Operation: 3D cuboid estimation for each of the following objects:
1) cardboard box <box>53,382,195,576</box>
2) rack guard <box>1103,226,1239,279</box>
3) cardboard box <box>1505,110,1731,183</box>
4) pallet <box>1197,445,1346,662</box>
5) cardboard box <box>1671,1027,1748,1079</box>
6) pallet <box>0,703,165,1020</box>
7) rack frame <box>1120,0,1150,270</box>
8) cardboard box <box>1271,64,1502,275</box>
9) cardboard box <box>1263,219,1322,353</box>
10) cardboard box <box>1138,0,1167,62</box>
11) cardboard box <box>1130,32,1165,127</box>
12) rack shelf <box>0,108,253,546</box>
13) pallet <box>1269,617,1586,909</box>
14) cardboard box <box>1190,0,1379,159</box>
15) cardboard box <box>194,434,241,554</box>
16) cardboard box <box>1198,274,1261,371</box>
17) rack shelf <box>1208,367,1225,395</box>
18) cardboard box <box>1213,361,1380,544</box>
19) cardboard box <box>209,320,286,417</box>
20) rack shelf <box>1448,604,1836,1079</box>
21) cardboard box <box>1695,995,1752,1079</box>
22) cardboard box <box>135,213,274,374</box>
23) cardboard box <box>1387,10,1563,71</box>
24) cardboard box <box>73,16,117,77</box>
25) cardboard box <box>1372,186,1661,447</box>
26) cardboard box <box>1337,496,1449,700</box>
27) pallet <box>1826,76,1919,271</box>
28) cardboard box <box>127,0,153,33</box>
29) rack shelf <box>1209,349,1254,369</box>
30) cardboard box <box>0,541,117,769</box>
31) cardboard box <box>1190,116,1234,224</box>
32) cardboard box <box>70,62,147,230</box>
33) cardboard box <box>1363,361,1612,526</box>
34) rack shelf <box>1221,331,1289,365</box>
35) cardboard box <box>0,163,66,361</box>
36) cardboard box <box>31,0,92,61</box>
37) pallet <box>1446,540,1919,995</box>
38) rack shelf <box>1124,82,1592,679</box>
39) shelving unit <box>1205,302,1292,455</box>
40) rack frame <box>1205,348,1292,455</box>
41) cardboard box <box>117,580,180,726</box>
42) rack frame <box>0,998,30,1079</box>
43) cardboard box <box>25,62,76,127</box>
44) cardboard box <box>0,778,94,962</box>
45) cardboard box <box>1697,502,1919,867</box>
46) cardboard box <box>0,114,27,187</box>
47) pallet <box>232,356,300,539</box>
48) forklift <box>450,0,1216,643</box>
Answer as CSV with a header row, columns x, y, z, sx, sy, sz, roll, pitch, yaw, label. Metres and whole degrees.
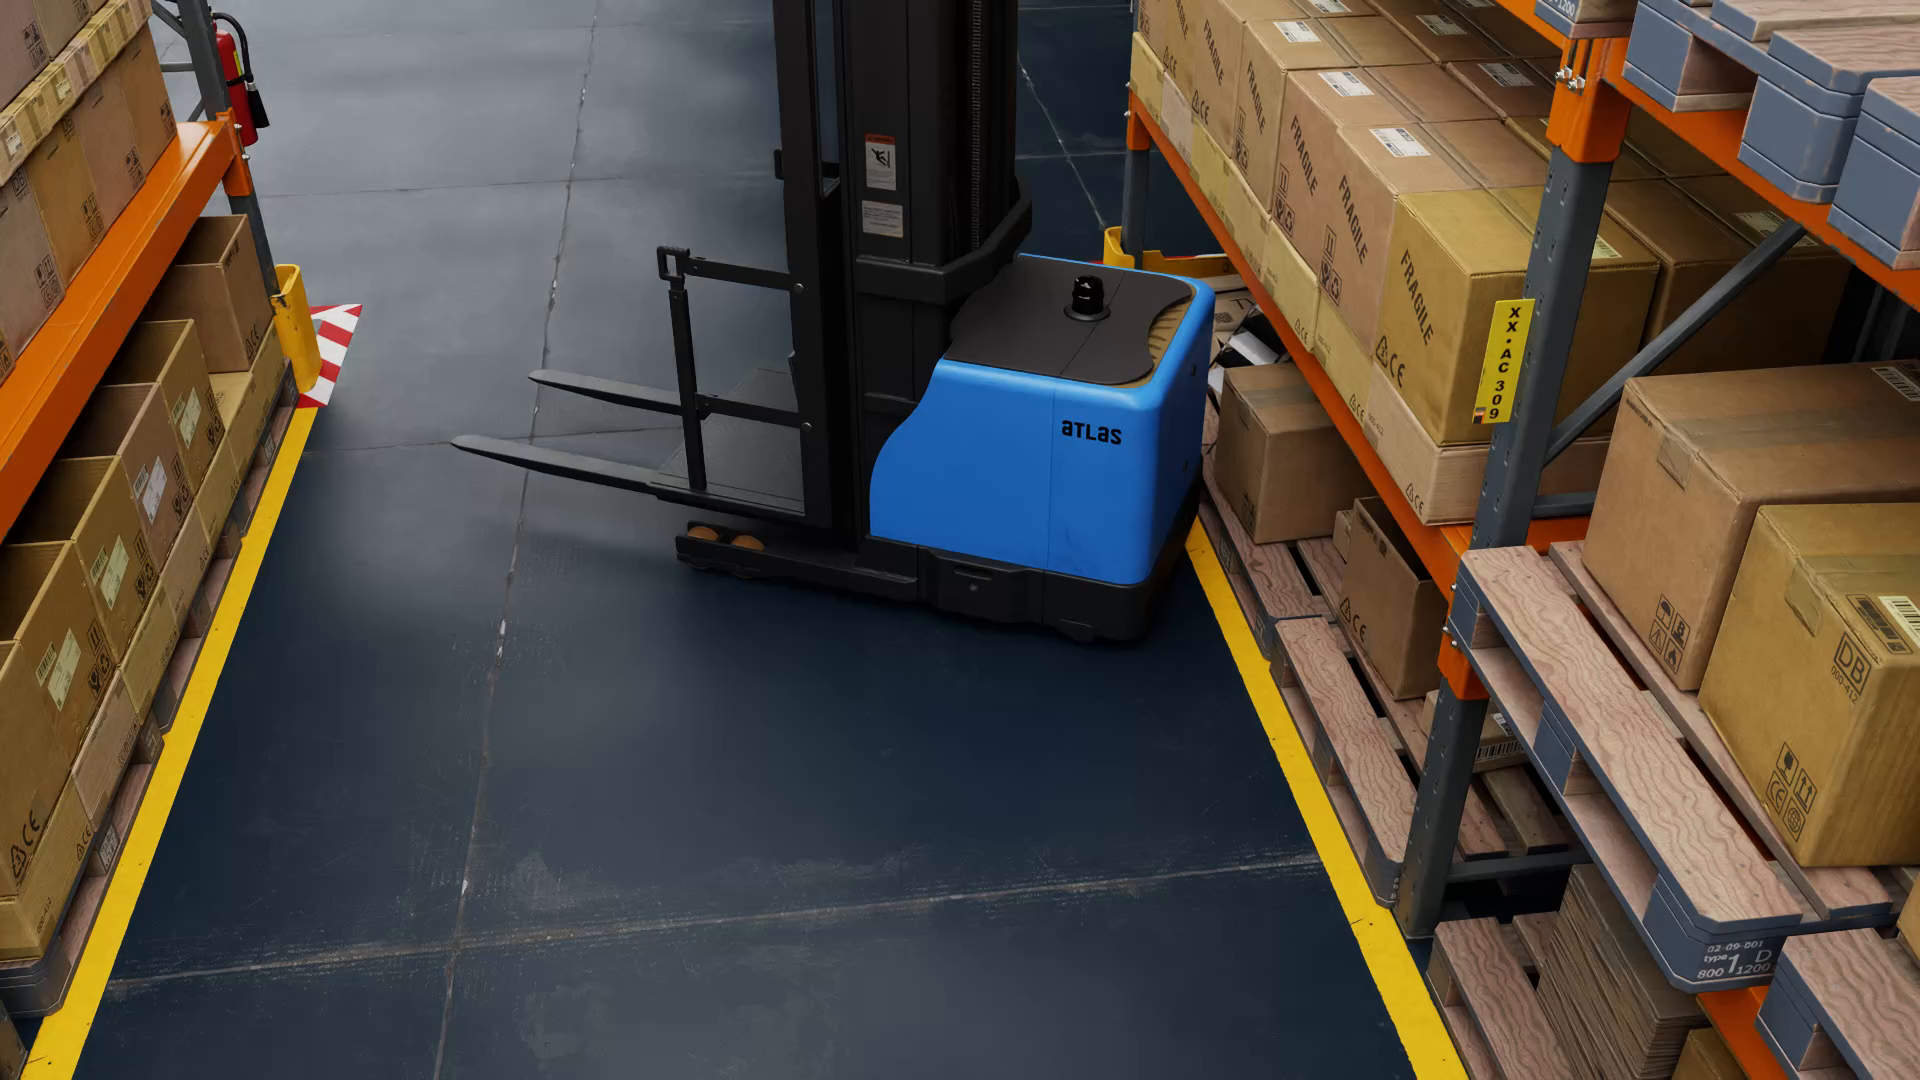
x,y,z,sx,sy,sz,roll,pitch,yaw,label
-3.040,-0.196,5.777,0.500,0.500,0.500,-4,35,-6,cardboard box
1.296,-1.264,8.160,1.175,0.500,0.348,-4,35,-6,rack guard
1.902,-0.930,4.901,0.500,0.500,0.500,-5,35,-7,cardboard box
1.531,-0.009,6.576,1.003,0.211,1.213,-4,35,-6,pallet
2.059,1.438,3.805,0.700,0.500,0.500,-5,35,-7,cardboard box
-3.150,0.976,5.131,1.003,0.211,1.213,-4,35,-6,pallet
1.286,-2.339,7.519,1.000,3.000,0.127,-4,35,-6,rack frame
1.324,-1.163,5.243,0.500,0.500,0.500,-5,35,-8,cardboard box
1.318,-0.853,5.453,0.500,0.250,0.500,-5,35,-7,cardboard box
1.052,-2.306,6.920,0.500,0.500,0.500,-4,35,-6,cardboard box
1.037,-1.989,7.120,0.500,0.250,0.500,-5,35,-8,cardboard box
-3.353,-0.548,5.530,1.077,0.370,4.000,-4,35,-6,rack shelf
1.698,0.673,5.575,1.003,0.211,1.213,-4,35,-6,pallet
1.172,-1.741,6.090,0.500,0.500,0.500,-5,35,-8,cardboard box
-3.109,-0.165,6.398,0.500,0.250,0.500,-4,35,-6,cardboard box
1.290,-1.017,7.575,0.500,0.311,0.500,-8,35,-12,cardboard box
1.095,-0.611,6.745,0.200,0.077,0.258,42,28,13,rack shelf
1.416,-0.364,6.449,0.700,0.500,0.500,-6,35,-9,cardboard box
-3.257,-0.722,7.215,0.500,0.250,0.500,-4,35,-6,cardboard box
2.093,1.306,2.808,1.077,0.370,4.000,-4,35,-6,rack shelf
2.002,1.089,3.651,0.500,0.250,0.500,-5,35,-7,cardboard box
-3.255,-1.032,7.004,0.500,0.500,0.500,-4,35,-6,cardboard box
1.759,-1.497,5.733,0.500,0.500,0.500,-4,34,-6,cardboard box
-3.311,-1.784,6.039,0.380,0.149,0.250,-5,35,-7,cardboard box
1.454,-0.603,4.421,0.500,0.500,0.500,-4,35,-6,cardboard box
1.645,0.168,5.669,0.500,0.500,0.500,-7,35,-10,cardboard box
1.944,-0.338,2.085,1.213,0.211,1.003,-4,35,-6,pallet
-3.382,-2.072,6.463,0.380,0.149,0.250,-5,35,-7,cardboard box
1.141,-0.677,6.704,0.200,0.077,0.258,42,28,13,rack shelf
-2.911,0.362,4.958,0.500,0.500,0.500,-4,35,-6,cardboard box
1.183,-1.416,6.279,0.500,0.250,0.500,-5,35,-7,cardboard box
-3.497,-1.449,6.124,0.700,0.500,0.500,-4,34,-5,cardboard box
1.460,-0.295,4.634,0.500,0.250,0.500,-4,35,-6,cardboard box
1.186,-0.743,6.663,0.200,0.077,0.258,42,28,13,rack shelf
-3.361,-0.878,5.286,0.700,0.500,0.500,-3,34,-5,cardboard box
-3.489,-1.955,5.715,0.700,0.500,0.500,-5,35,-8,cardboard box
1.782,0.410,3.655,1.003,0.211,1.213,-4,35,-6,pallet
1.555,-0.926,6.084,1.077,0.370,4.000,-4,35,-6,rack shelf
1.203,-0.767,6.648,0.210,0.900,0.258,42,28,13,shelving unit
1.277,-0.701,6.624,0.006,0.900,0.240,42,28,13,rack frame
-2.971,0.393,5.579,0.500,0.250,0.500,-4,35,-6,cardboard box
-3.084,0.270,3.690,1.000,3.000,0.127,-4,35,-6,rack frame
-3.244,-1.497,5.618,0.380,0.149,0.250,-3,34,-5,cardboard box
-2.846,0.951,4.759,0.500,0.250,0.500,-4,35,-6,cardboard box
1.927,0.269,3.212,0.700,0.500,0.500,-1,34,-1,cardboard box
-3.171,-1.207,5.193,0.380,0.149,0.250,-5,35,-7,cardboard box
-3.478,-0.386,7.129,1.003,0.211,1.213,-4,35,-6,pallet
-0.594,-1.328,6.096,3.031,2.935,1.130,11,36,16,forklift
